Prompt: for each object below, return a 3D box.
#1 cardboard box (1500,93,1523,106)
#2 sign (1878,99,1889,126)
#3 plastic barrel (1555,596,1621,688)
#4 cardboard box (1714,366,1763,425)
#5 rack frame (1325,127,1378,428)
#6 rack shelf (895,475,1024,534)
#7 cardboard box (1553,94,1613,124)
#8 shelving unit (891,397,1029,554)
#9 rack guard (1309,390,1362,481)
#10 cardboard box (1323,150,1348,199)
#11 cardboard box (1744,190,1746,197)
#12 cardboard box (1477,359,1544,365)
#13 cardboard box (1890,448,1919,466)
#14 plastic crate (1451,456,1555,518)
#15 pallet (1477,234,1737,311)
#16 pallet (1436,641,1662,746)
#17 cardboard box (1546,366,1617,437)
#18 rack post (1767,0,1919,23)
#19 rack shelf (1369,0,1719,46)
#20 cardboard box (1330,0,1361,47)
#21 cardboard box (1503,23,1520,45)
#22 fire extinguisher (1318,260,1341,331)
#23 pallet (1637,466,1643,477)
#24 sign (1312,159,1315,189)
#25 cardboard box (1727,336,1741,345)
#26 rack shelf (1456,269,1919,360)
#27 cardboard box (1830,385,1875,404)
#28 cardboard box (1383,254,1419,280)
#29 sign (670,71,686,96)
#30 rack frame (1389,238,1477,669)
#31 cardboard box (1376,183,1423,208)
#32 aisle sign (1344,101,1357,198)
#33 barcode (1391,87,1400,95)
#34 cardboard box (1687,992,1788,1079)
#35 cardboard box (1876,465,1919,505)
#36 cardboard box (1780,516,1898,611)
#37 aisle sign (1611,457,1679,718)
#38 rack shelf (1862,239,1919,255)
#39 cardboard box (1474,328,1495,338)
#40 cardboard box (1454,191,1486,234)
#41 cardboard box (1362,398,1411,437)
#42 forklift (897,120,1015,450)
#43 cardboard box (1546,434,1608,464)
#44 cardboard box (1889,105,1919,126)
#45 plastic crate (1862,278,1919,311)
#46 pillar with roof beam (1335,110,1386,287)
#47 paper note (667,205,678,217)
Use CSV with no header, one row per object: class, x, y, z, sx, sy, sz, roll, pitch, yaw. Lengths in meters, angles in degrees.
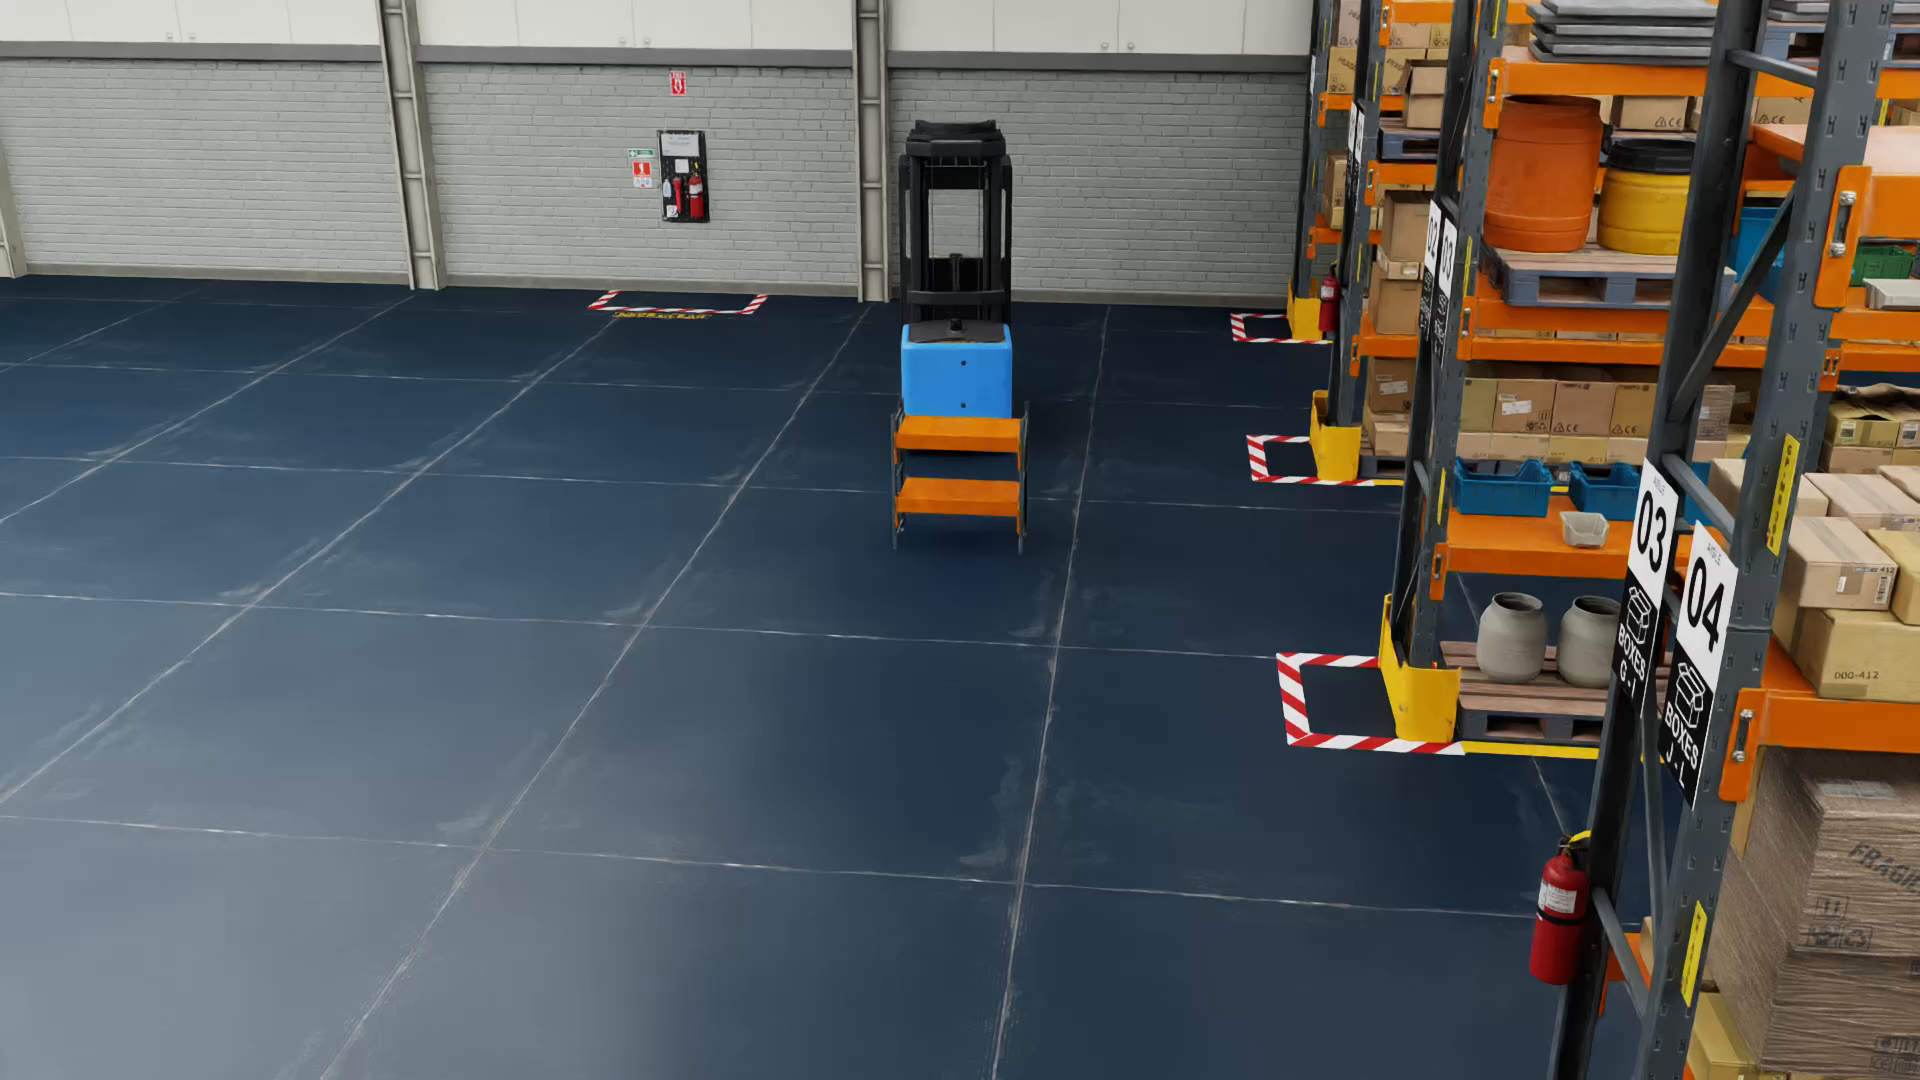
cardboard box,4.665,-3.771,14.420,0.500,0.250,0.500,2,22,6
sign,7.399,-3.435,13.318,0.005,0.325,0.100,2,22,6
plastic barrel,4.064,0.654,10.679,0.421,0.512,0.421,0,22,0
cardboard box,7.039,-1.365,15.122,0.500,0.500,0.500,2,22,6
rack frame,3.491,-2.139,14.929,0.127,3.000,1.000,2,22,6
rack shelf,0.007,-0.295,13.482,1.000,0.278,0.538,2,22,6
cardboard box,5.108,-3.669,13.822,0.500,0.500,0.500,2,22,6
shelving unit,0.007,-0.523,13.392,1.048,1.125,0.538,2,22,6
rack guard,3.467,-0.977,15.392,0.348,0.500,1.175,2,22,6
cardboard box,4.563,-4.293,19.535,0.500,0.500,0.500,2,22,6
cardboard box,8.544,-3.991,18.880,0.500,0.500,0.700,3,22,6
cardboard box,5.053,-1.452,15.340,0.500,0.500,0.500,2,22,6
cardboard box,8.342,-0.752,14.590,0.500,0.250,0.500,3,22,8
plastic crate,3.436,-0.349,10.604,0.616,0.251,0.499,2,22,6
pallet,3.714,-1.566,9.658,1.213,0.211,1.003,2,22,6
pallet,3.791,0.990,10.809,1.213,0.211,1.003,2,22,6
cardboard box,5.486,-1.234,14.789,0.500,0.500,0.500,2,22,6
rack post,4.832,-3.013,9.083,0.954,0.300,0.937,2,22,5
rack shelf,5.477,-4.321,13.813,4.000,0.370,1.077,2,22,6
cardboard box,4.424,-5.758,18.481,0.500,0.500,0.500,1,22,2
cardboard box,6.058,-5.866,18.755,0.500,0.500,0.500,2,22,6
fire extinguisher,3.428,-2.277,15.386,0.183,0.674,0.296,2,22,6
pallet,6.678,-0.719,15.130,1.213,0.211,1.003,2,22,6
sign,4.006,-4.152,18.844,0.005,0.325,0.100,2,22,6
cardboard box,6.497,-2.049,14.568,0.500,0.500,0.700,2,22,6
rack shelf,4.890,-1.304,9.717,4.000,0.370,1.077,2,22,6
cardboard box,7.899,-1.230,15.037,0.500,0.311,0.500,2,22,6
cardboard box,3.855,-2.391,14.550,0.250,0.149,0.380,2,22,6
sign,-3.537,-5.728,20.856,0.199,0.298,0.001,2,22,6
rack frame,2.904,-0.330,10.355,0.127,3.000,1.000,2,22,6
cardboard box,4.998,-4.080,18.997,0.500,0.500,0.500,3,22,6
aisle sign,3.460,-3.458,14.730,0.004,0.787,0.394,2,22,6
barcode,3.847,-3.967,14.684,0.075,0.075,0.001,2,22,6
cardboard box,2.576,1.694,5.576,0.250,0.149,0.380,2,22,6
cardboard box,3.163,-0.109,5.376,0.250,0.149,0.380,2,22,4
cardboard box,2.567,0.064,4.940,0.250,0.149,0.380,2,22,6
aisle sign,2.295,0.157,5.587,0.004,0.787,0.394,2,22,6
rack shelf,10.028,-3.353,18.980,4.000,0.370,1.077,2,22,6
cardboard box,4.475,-2.139,14.795,0.500,0.500,0.700,3,22,8
cardboard box,4.528,-2.741,14.551,0.500,0.500,0.700,2,22,5
cardboard box,4.058,-1.140,15.572,0.500,0.250,0.500,2,22,6
forklift,-0.047,-2.698,16.437,1.130,2.935,3.031,0,22,-1
cardboard box,5.486,-0.885,14.928,0.500,0.250,0.500,2,22,6
cardboard box,8.074,-3.456,13.814,0.500,0.250,0.500,5,22,12
plastic crate,5.235,-1.351,9.217,0.396,0.136,0.243,2,22,6
pillar with roof beam,4.360,-5.451,15.148,0.400,9.000,9.100,2,22,6
paper note,-3.709,-4.237,21.434,0.142,0.148,0.016,2,22,6
